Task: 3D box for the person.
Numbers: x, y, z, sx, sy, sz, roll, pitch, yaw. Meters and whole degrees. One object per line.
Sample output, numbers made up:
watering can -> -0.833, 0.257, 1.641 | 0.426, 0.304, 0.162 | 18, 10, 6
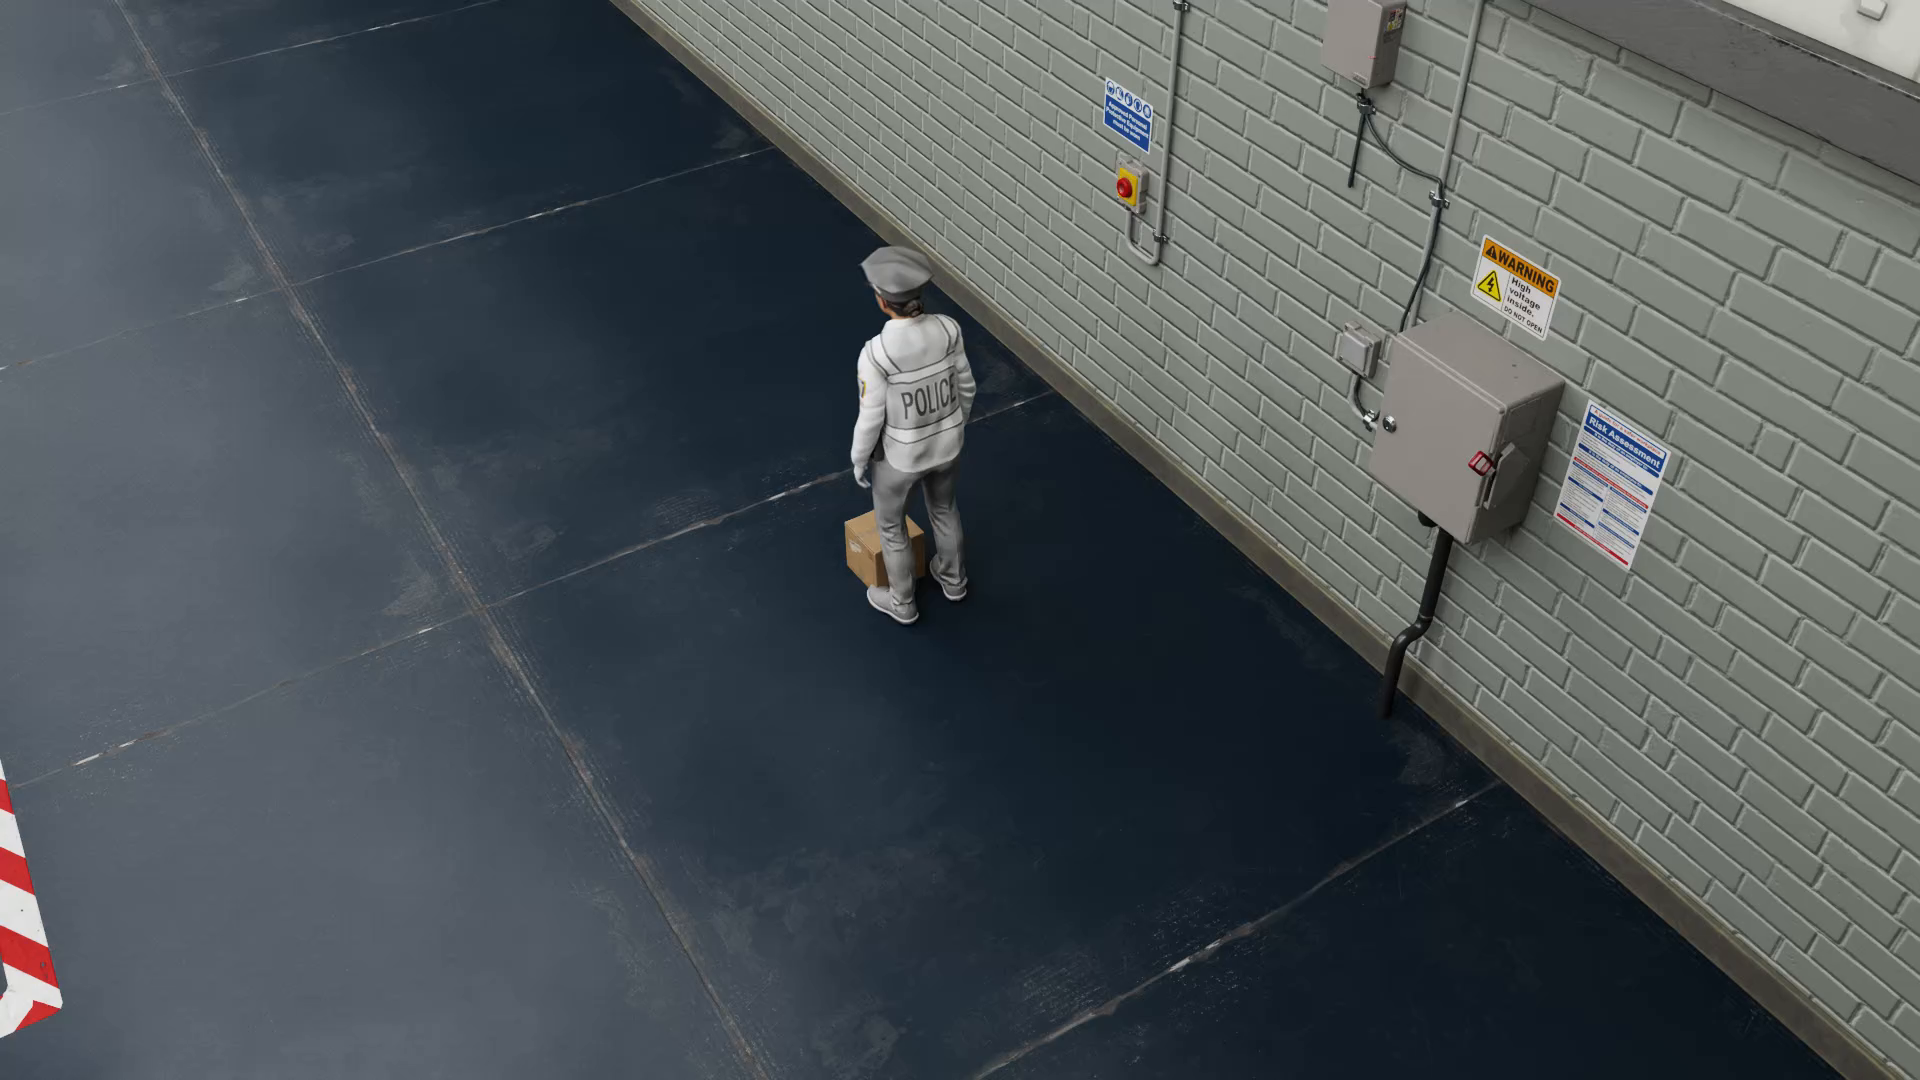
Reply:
person -> -0.186, -0.367, 6.576 | 0.528, 1.663, 0.372 | -22, 46, -24
